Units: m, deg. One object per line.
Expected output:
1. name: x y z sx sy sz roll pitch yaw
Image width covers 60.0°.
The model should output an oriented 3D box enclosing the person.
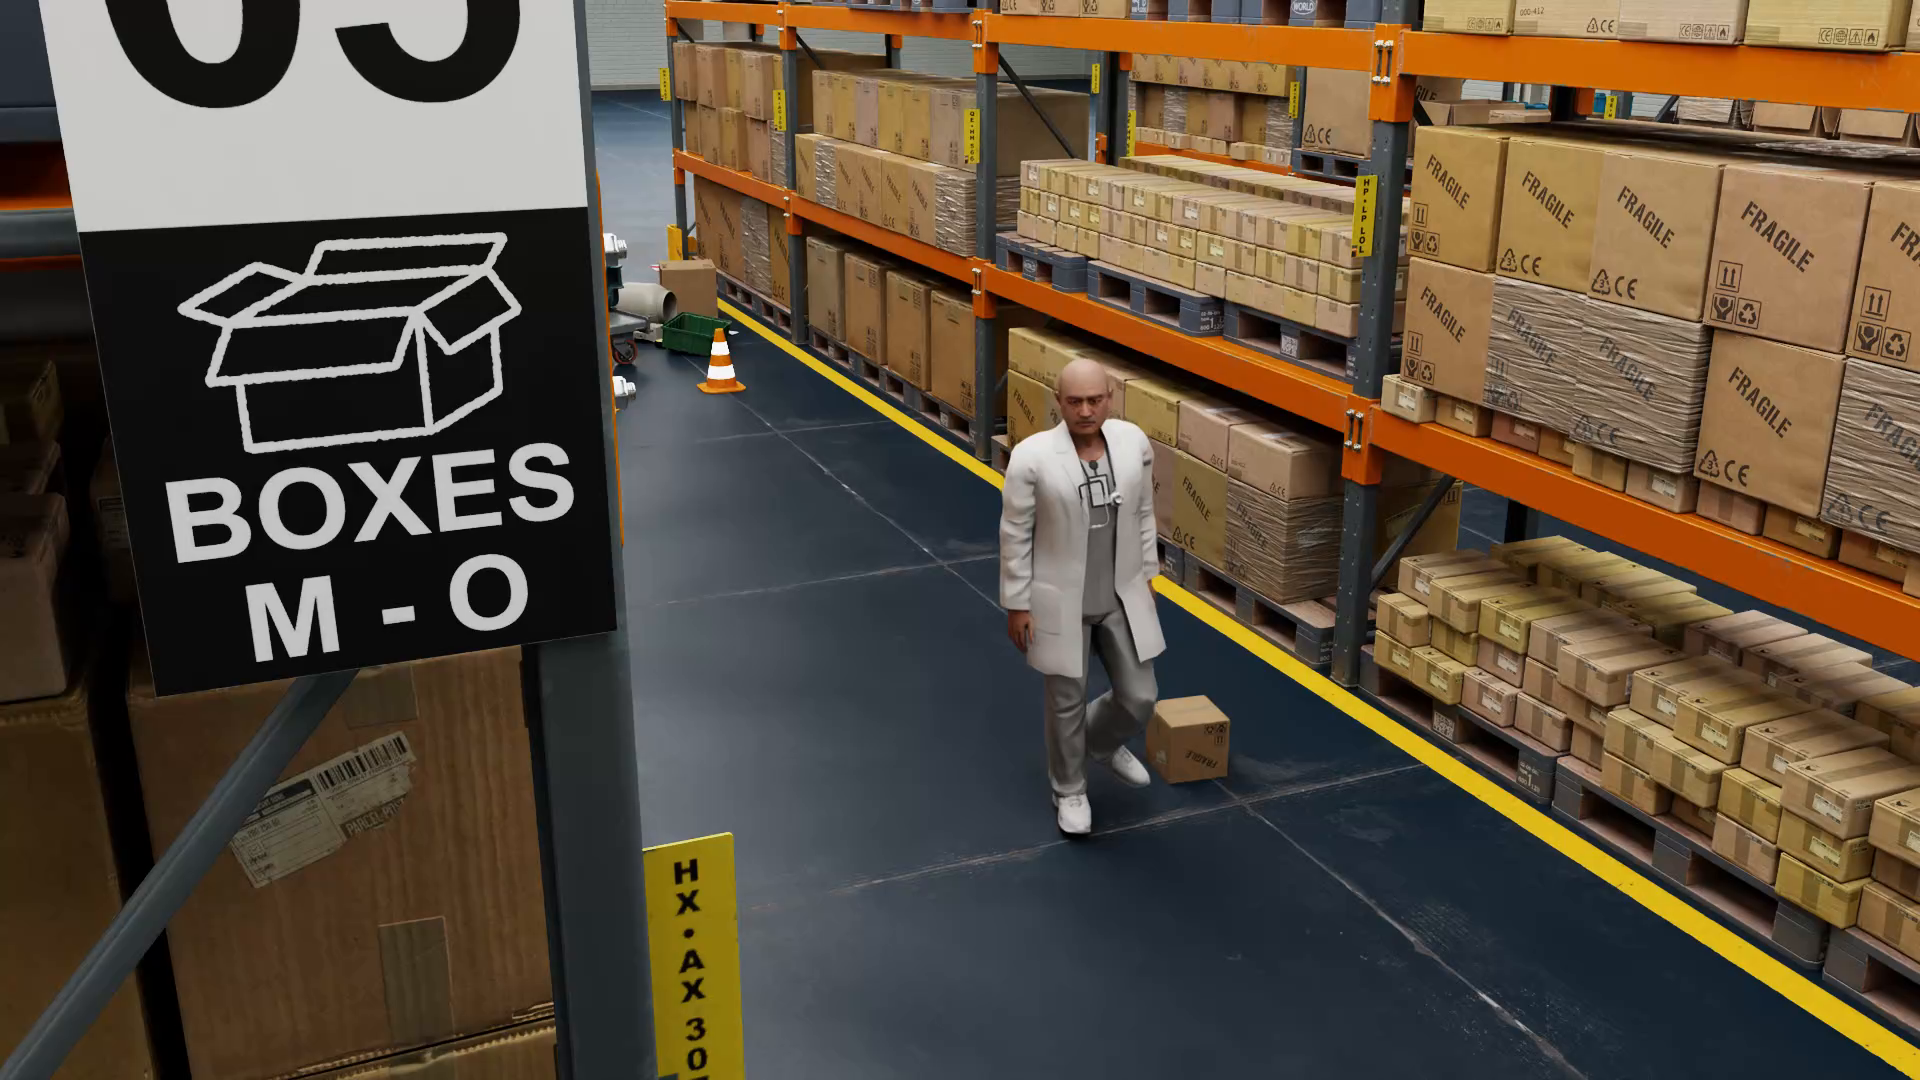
1. person: 0.432 0.198 5.954 0.620 1.770 0.552 -4 19 -13
